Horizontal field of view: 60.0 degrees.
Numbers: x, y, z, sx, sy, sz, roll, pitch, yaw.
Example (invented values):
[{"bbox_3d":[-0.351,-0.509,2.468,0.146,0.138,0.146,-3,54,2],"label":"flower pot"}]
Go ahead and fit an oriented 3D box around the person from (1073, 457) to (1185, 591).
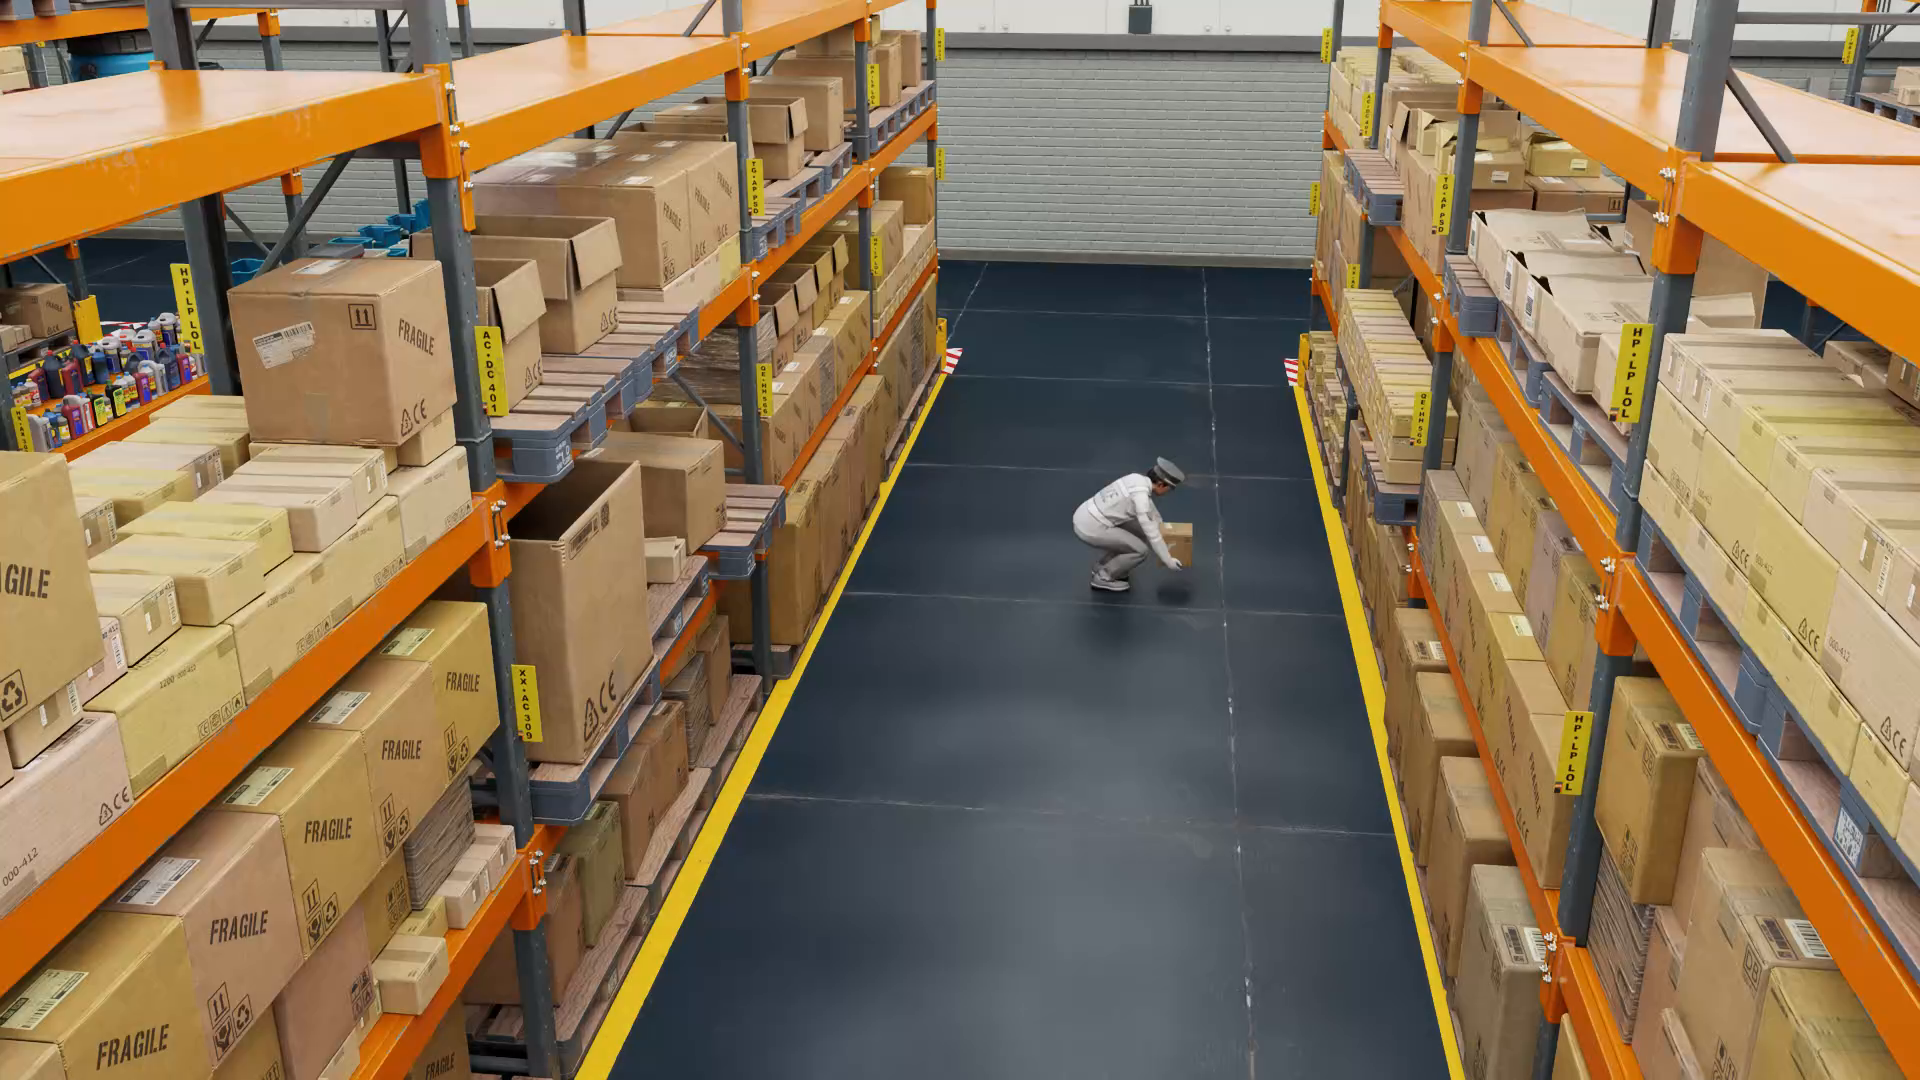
[{"bbox_3d":[1.256,-0.134,12.388,0.819,0.975,0.493,2,21,6],"label":"person"}]
